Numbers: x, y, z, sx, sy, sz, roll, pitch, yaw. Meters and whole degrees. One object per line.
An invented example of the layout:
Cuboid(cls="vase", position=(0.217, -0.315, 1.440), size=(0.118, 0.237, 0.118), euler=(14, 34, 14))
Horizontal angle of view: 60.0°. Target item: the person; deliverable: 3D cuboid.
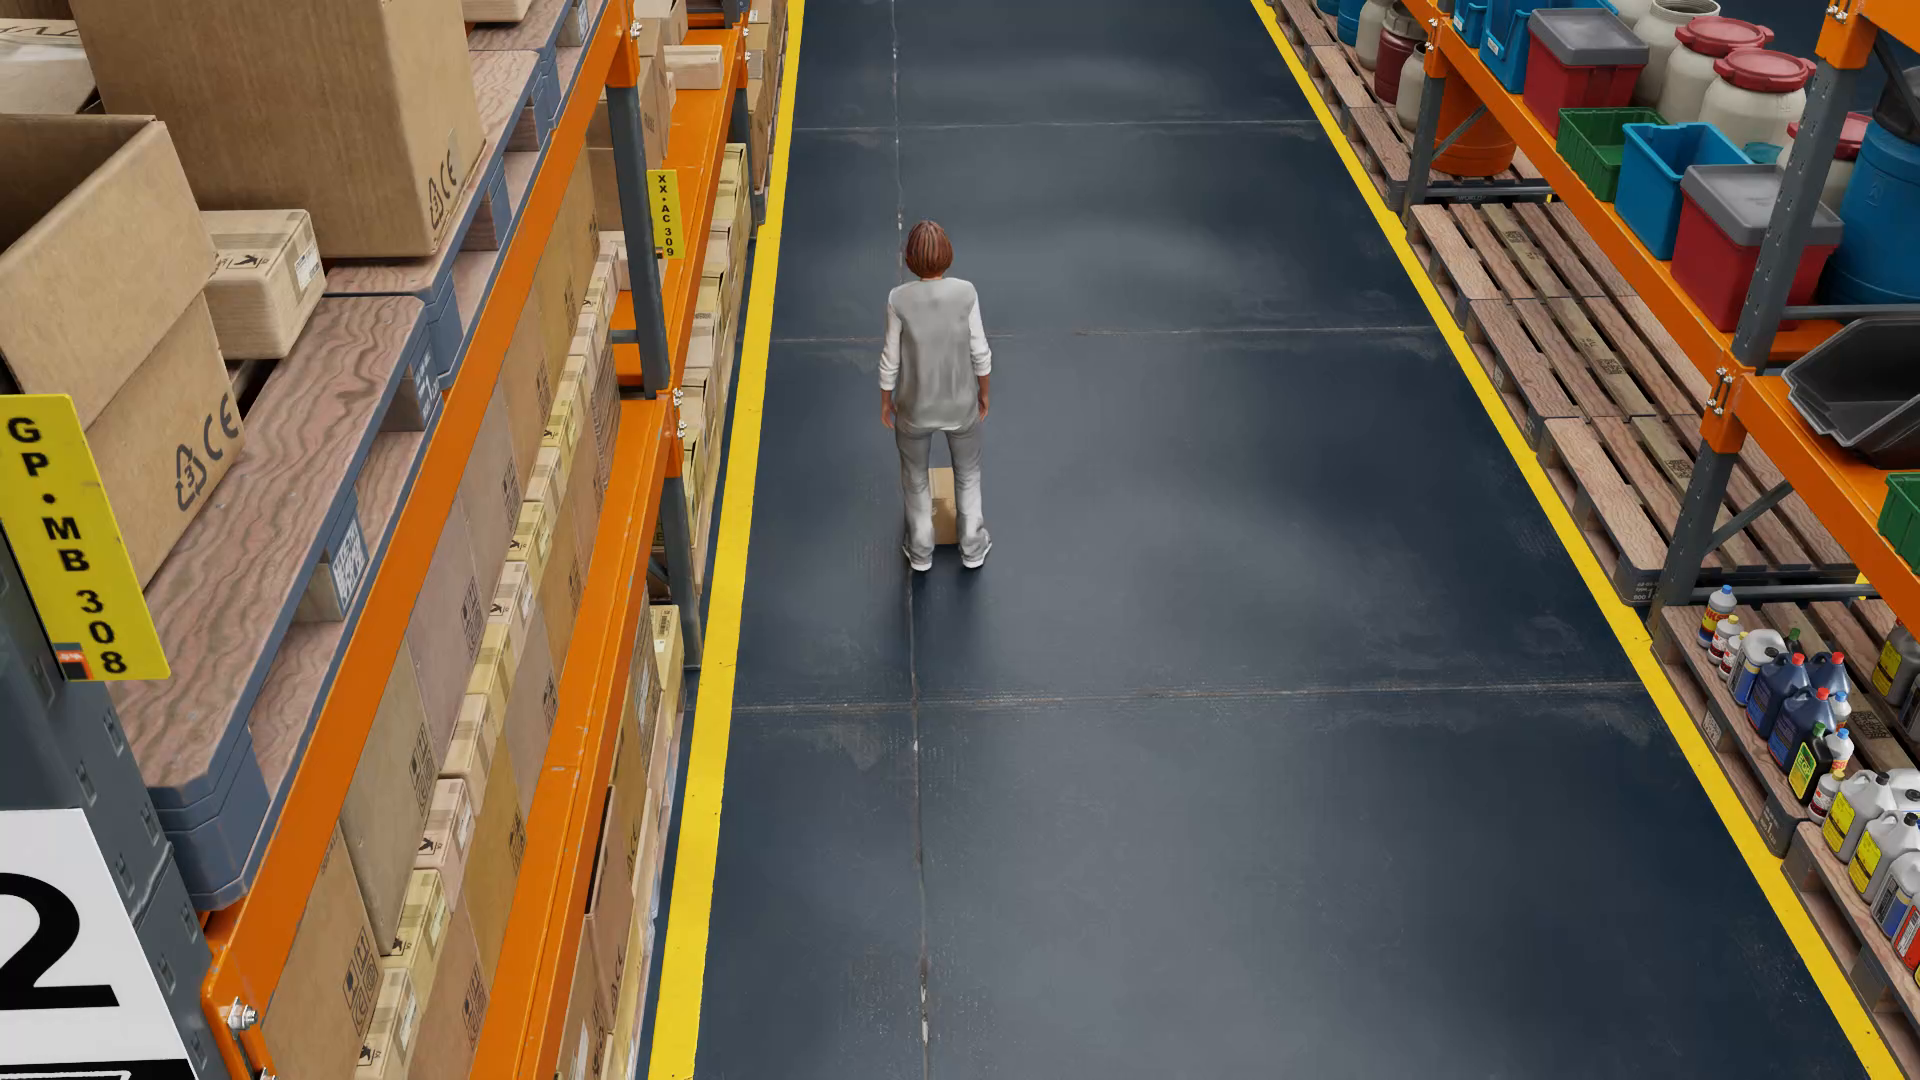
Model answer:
Cuboid(cls="person", position=(-0.084, -0.559, 6.935), size=(0.463, 1.591, 0.344), euler=(-3, 36, -4))
